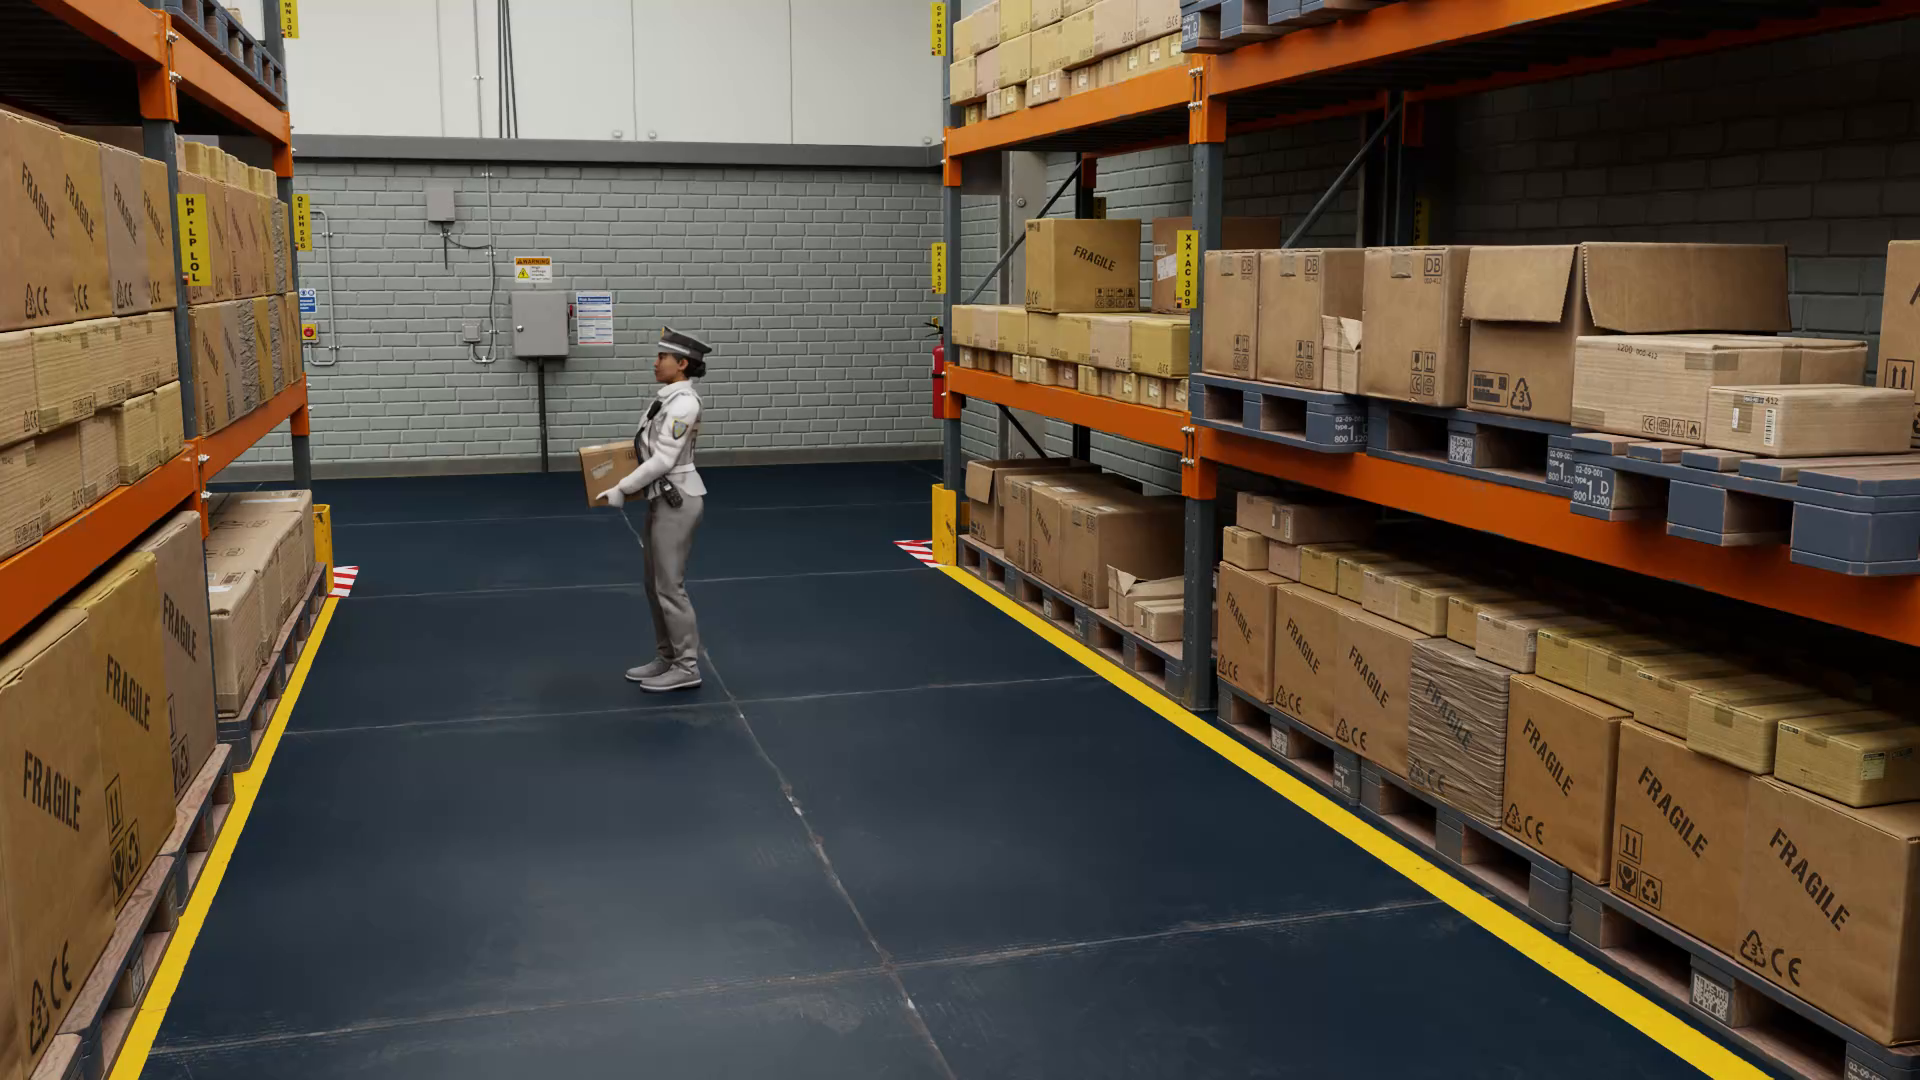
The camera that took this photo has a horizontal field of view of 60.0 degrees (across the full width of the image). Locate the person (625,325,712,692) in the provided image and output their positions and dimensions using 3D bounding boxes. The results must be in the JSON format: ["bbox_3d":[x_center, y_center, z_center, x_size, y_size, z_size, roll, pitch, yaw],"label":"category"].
[{"bbox_3d":[-1.358,-0.150,7.747,0.433,1.679,0.355,-3,10,-15],"label":"person"}]
